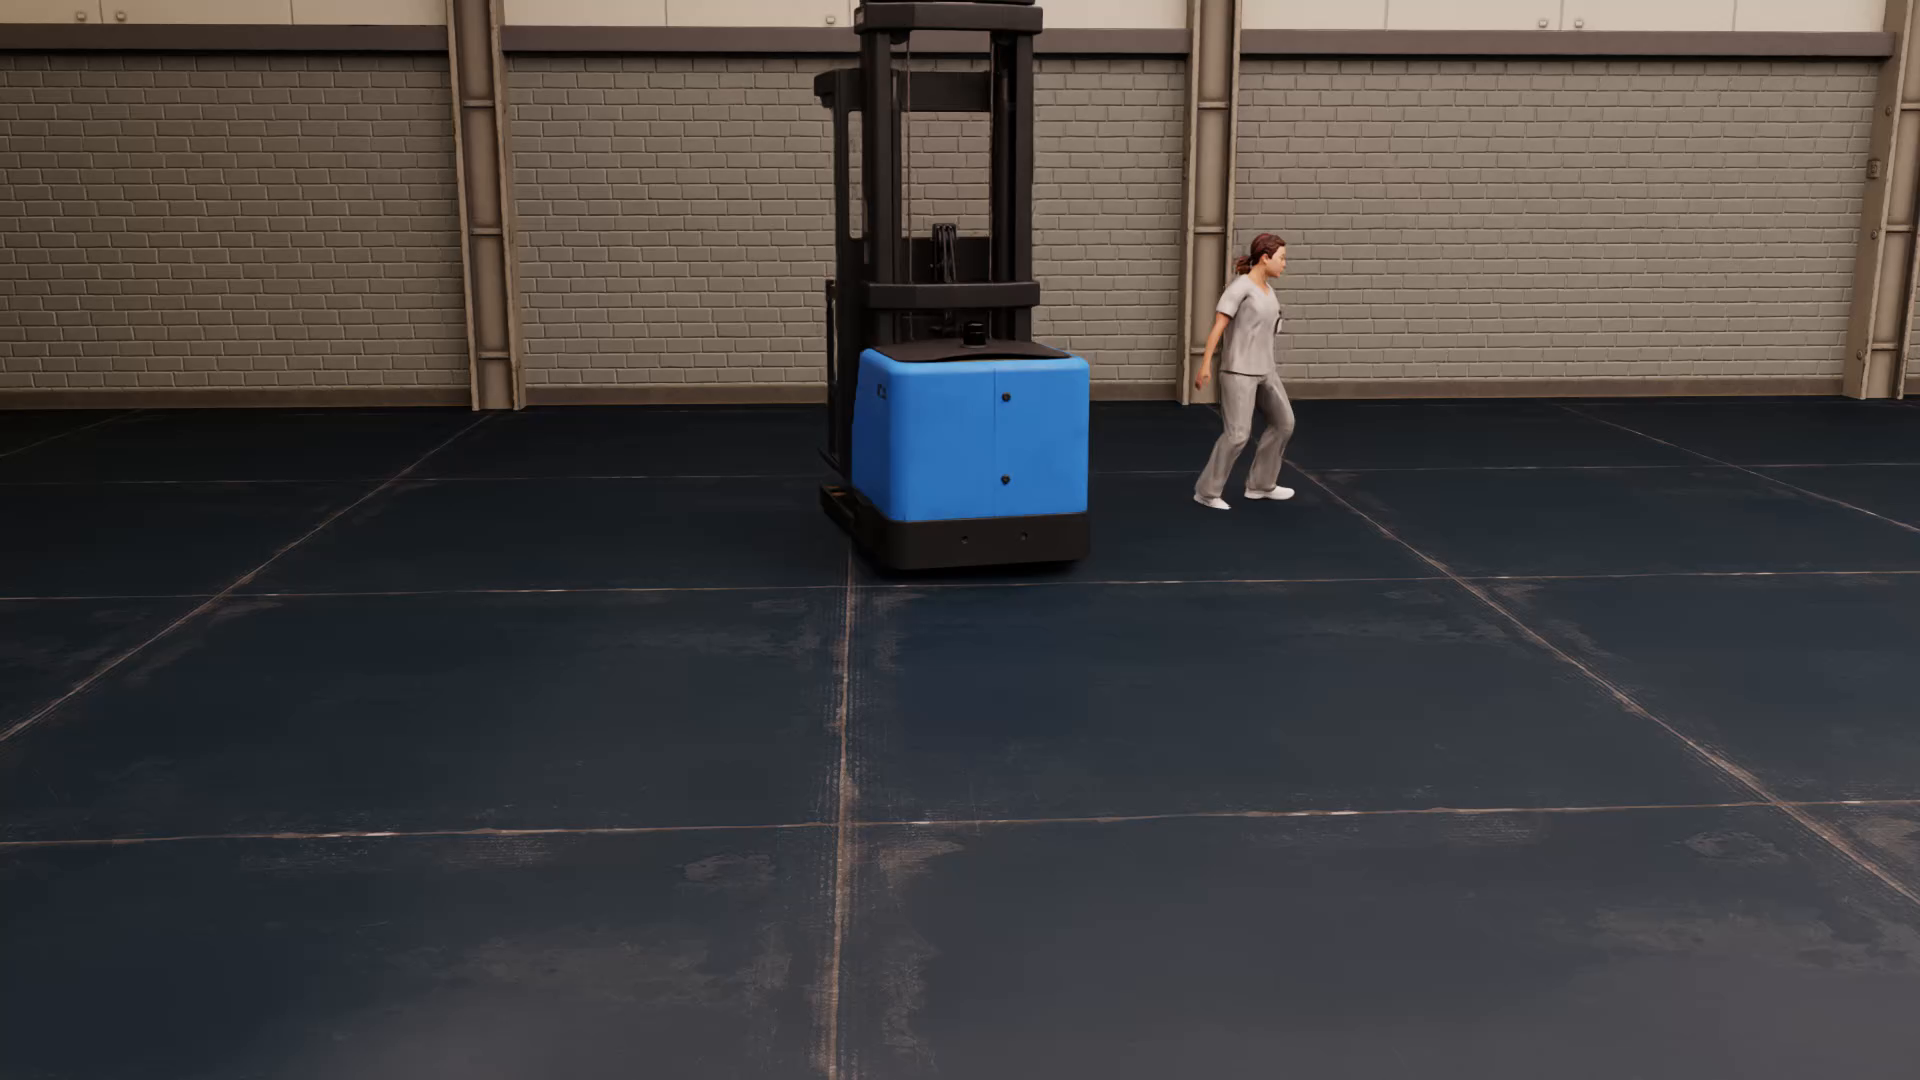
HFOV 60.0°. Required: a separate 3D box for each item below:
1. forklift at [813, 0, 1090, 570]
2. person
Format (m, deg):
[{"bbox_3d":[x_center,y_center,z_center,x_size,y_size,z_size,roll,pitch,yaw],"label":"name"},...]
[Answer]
[{"bbox_3d":[-0.203,-1.559,9.355,1.130,2.935,3.031,-3,13,-14],"label":"forklift"},{"bbox_3d":[1.680,-0.991,9.913,0.782,1.647,0.444,-12,17,-43],"label":"person"}]
